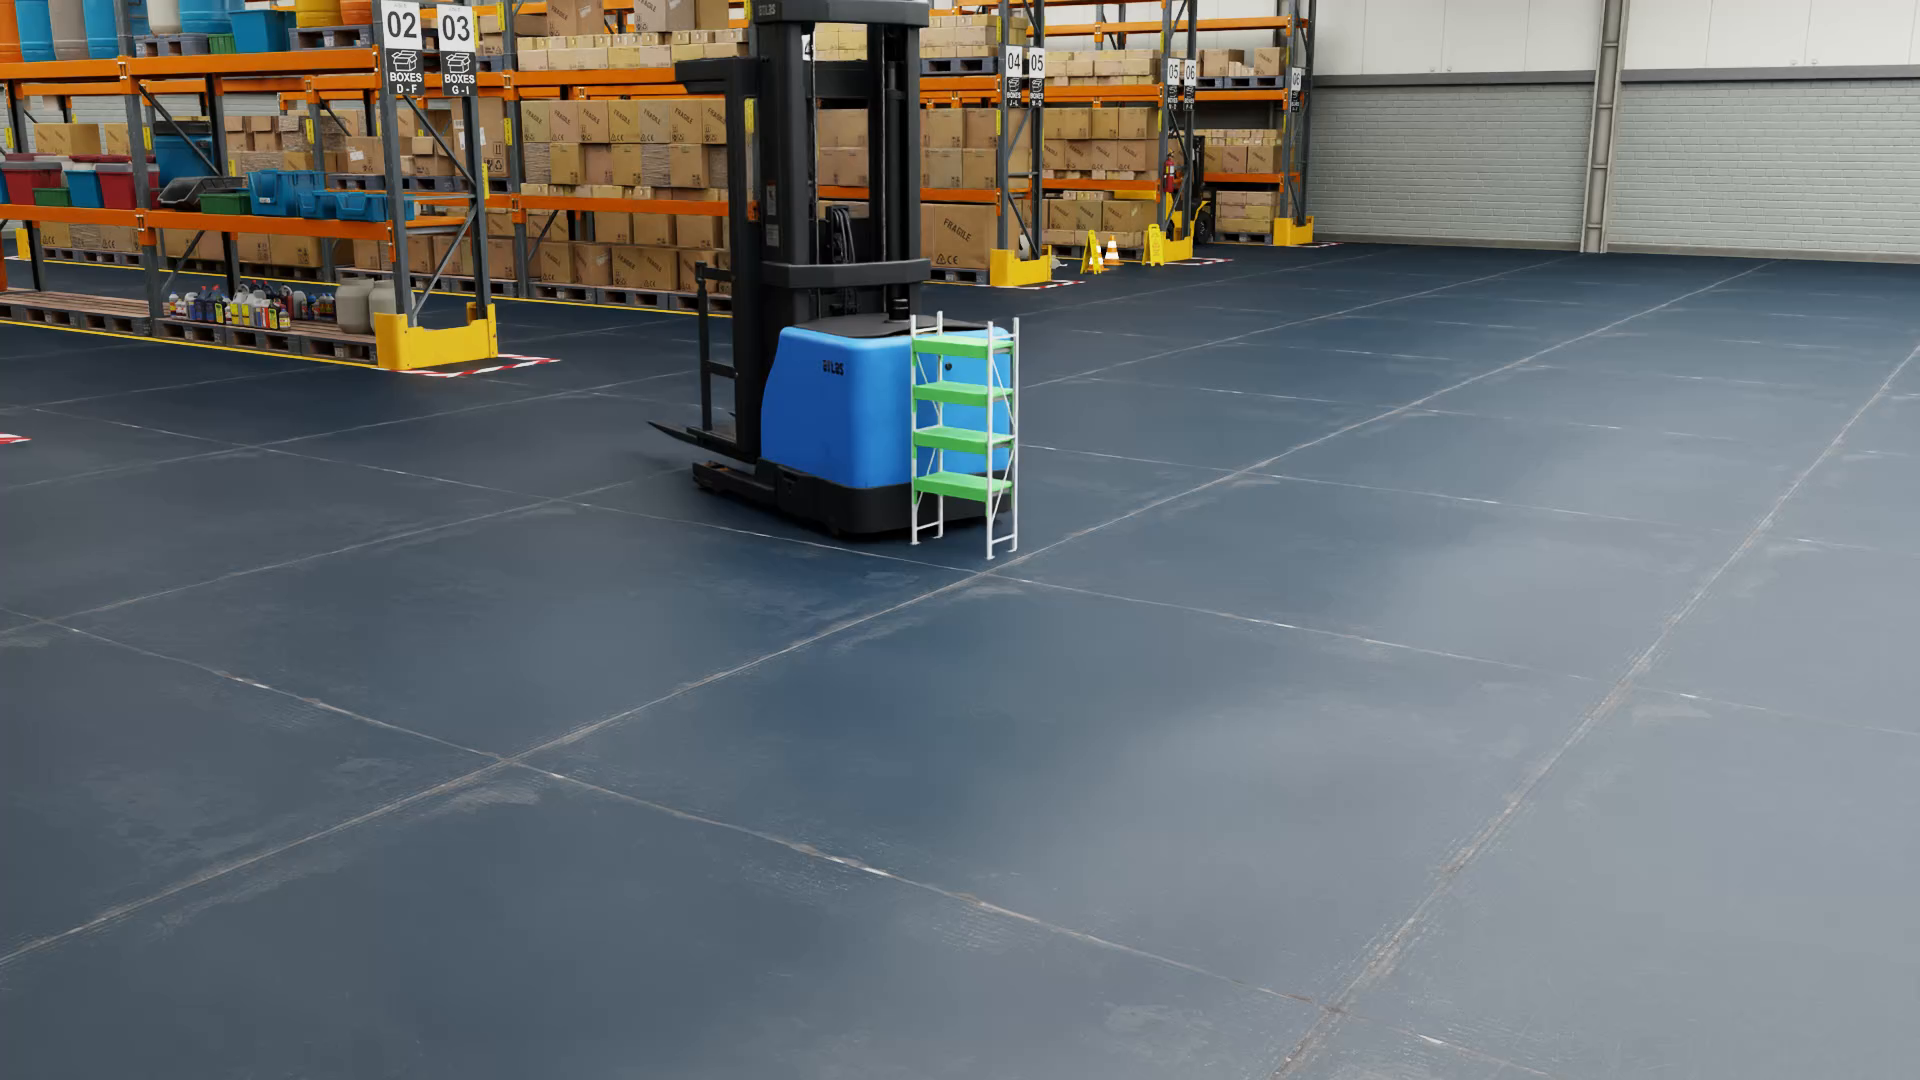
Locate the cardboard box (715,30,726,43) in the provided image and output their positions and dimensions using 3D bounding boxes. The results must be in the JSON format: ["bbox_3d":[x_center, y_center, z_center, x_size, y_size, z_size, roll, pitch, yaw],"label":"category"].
[{"bbox_3d":[-2.568,-5.719,18.922,0.250,0.149,0.380,9,16,31],"label":"cardboard box"}]

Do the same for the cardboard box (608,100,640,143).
[{"bbox_3d":[-3.850,-5.013,19.925,0.500,0.500,0.500,9,17,33],"label":"cardboard box"}]

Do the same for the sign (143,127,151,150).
[{"bbox_3d":[-12.279,-6.066,25.117,0.005,0.325,0.100,9,17,33],"label":"sign"}]

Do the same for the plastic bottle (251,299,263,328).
[{"bbox_3d":[-6.855,-2.229,16.338,0.135,0.276,0.152,9,16,31],"label":"plastic bottle"}]

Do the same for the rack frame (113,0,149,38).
[{"bbox_3d":[-8.097,-6.569,16.634,0.127,3.000,1.000,9,17,33],"label":"rack frame"}]

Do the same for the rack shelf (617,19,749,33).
[{"bbox_3d":[-4.780,-9.794,31.991,4.000,0.370,1.077,9,17,33],"label":"rack shelf"}]

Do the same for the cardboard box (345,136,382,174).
[{"bbox_3d":[-8.181,-5.369,23.189,0.500,0.500,0.500,7,15,26],"label":"cardboard box"}]

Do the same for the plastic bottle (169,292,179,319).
[{"bbox_3d":[-8.077,-2.416,17.104,0.097,0.271,0.097,0,14,0],"label":"plastic bottle"}]

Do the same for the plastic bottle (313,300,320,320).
[{"bbox_3d":[-6.558,-2.354,16.998,0.097,0.201,0.097,0,14,0],"label":"plastic bottle"}]

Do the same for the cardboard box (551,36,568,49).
[{"bbox_3d":[-4.762,-6.054,20.276,0.250,0.149,0.380,9,17,33],"label":"cardboard box"}]

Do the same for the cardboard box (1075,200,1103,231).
[{"bbox_3d":[2.272,-5.442,27.853,0.500,0.500,0.500,10,17,35],"label":"cardboard box"}]

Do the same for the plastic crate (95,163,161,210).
[{"bbox_3d":[-8.669,-3.692,17.363,0.583,0.464,0.402,9,17,33],"label":"plastic crate"}]

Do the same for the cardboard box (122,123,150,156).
[{"bbox_3d":[-12.501,-6.162,25.604,0.500,0.500,0.500,10,17,34],"label":"cardboard box"}]

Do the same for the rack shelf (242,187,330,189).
[{"bbox_3d":[-10.311,-5.100,24.681,4.000,0.370,1.077,9,17,33],"label":"rack shelf"}]

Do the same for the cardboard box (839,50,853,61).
[{"bbox_3d":[-1.523,-6.954,23.871,0.250,0.149,0.380,9,16,32],"label":"cardboard box"}]

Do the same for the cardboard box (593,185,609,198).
[{"bbox_3d":[-4.271,-4.271,20.359,0.250,0.149,0.380,9,17,33],"label":"cardboard box"}]

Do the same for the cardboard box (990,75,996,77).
[{"bbox_3d":[0.844,-7.968,28.218,0.500,0.250,0.500,9,17,32],"label":"cardboard box"}]

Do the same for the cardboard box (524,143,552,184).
[{"bbox_3d":[-4.994,-4.765,21.003,0.500,0.500,0.875,9,17,33],"label":"cardboard box"}]

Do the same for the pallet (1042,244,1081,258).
[{"bbox_3d":[1.792,-5.021,28.666,1.213,0.211,1.003,9,17,33],"label":"pallet"}]

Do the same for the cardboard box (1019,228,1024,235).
[{"bbox_3d":[0.986,-5.288,28.789,0.500,0.250,0.500,10,17,36],"label":"cardboard box"}]

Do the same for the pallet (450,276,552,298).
[{"bbox_3d":[-5.979,-3.395,22.100,1.213,0.211,1.003,9,17,33],"label":"pallet"}]

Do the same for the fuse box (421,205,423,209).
[{"bbox_3d":[-13.157,-8.756,40.631,0.414,1.711,0.539,9,17,33],"label":"fuse box"}]

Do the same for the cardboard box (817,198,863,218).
[{"bbox_3d":[-1.998,-4.694,25.093,0.875,0.875,0.875,9,17,34],"label":"cardboard box"}]

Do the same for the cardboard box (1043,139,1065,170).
[{"bbox_3d":[1.677,-6.503,28.023,0.500,0.500,0.500,9,17,33],"label":"cardboard box"}]

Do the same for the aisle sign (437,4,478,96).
[{"bbox_3d":[-4.554,-4.432,15.073,0.004,0.787,0.394,9,17,33],"label":"aisle sign"}]

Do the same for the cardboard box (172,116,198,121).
[{"bbox_3d":[-11.436,-6.169,25.207,0.637,0.503,0.797,9,16,31],"label":"cardboard box"}]

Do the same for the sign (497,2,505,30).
[{"bbox_3d":[-5.639,-6.432,20.426,0.005,0.325,0.100,9,17,33],"label":"sign"}]

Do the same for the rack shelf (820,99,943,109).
[{"bbox_3d":[-2.013,-9.523,36.303,4.000,0.370,1.077,9,17,33],"label":"rack shelf"}]

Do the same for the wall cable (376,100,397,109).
[{"bbox_3d":[-13.669,-9.759,39.890,0.122,1.984,0.588,9,17,33],"label":"wall cable"}]

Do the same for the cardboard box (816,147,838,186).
[{"bbox_3d":[-1.699,-5.577,24.797,0.550,0.550,0.875,9,17,33],"label":"cardboard box"}]

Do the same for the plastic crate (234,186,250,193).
[{"bbox_3d":[-7.027,-3.491,16.992,0.616,0.251,0.499,9,17,33],"label":"plastic crate"}]

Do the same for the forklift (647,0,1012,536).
[{"bbox_3d":[-0.959,-1.747,9.781,1.130,2.935,3.031,-9,17,-33],"label":"forklift"}]

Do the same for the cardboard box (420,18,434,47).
[{"bbox_3d":[-7.282,-6.778,22.472,0.500,0.500,0.500,10,17,34],"label":"cardboard box"}]

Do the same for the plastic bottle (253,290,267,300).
[{"bbox_3d":[-7.304,-2.461,17.276,0.135,0.276,0.152,9,17,33],"label":"plastic bottle"}]

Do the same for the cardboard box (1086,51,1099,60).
[{"bbox_3d":[2.277,-7.943,27.290,0.250,0.149,0.380,9,17,33],"label":"cardboard box"}]

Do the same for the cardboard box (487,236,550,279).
[{"bbox_3d":[-5.830,-3.732,21.942,0.500,0.500,0.700,8,16,29],"label":"cardboard box"}]

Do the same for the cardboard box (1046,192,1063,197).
[{"bbox_3d":[1.887,-6.835,34.262,0.625,0.625,0.875,9,17,32],"label":"cardboard box"}]

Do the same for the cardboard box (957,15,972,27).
[{"bbox_3d":[0.163,-7.069,22.675,0.250,0.149,0.380,9,17,33],"label":"cardboard box"}]

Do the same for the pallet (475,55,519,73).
[{"bbox_3d":[-5.785,-6.114,21.427,1.003,0.211,1.213,9,17,33],"label":"pallet"}]

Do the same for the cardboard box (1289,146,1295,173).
[{"bbox_3d":[6.028,-7.245,31.640,0.500,0.500,0.500,10,17,35],"label":"cardboard box"}]

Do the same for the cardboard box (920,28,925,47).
[{"bbox_3d":[-0.554,-7.009,23.262,0.500,0.250,0.500,9,17,32],"label":"cardboard box"}]

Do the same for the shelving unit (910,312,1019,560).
[{"bbox_3d":[0.021,-0.541,8.512,0.503,1.200,0.258,10,17,36],"label":"shelving unit"}]

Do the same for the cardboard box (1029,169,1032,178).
[{"bbox_3d":[1.337,-6.219,28.227,0.250,0.149,0.380,9,17,33],"label":"cardboard box"}]

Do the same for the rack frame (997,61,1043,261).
[{"bbox_3d":[0.839,-5.084,23.118,0.127,3.000,1.000,9,17,33],"label":"rack frame"}]

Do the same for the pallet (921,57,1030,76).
[{"bbox_3d":[0.217,-6.594,23.162,1.213,0.211,1.003,9,17,33],"label":"pallet"}]

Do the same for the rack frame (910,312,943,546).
[{"bbox_3d":[-0.172,-0.577,8.656,0.015,1.200,0.240,10,17,36],"label":"rack frame"}]

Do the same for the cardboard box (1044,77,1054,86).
[{"bbox_3d":[1.601,-7.657,27.792,0.250,0.149,0.380,9,17,33],"label":"cardboard box"}]

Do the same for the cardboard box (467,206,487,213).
[{"bbox_3d":[-8.210,-5.825,28.879,0.500,0.250,0.500,10,17,34],"label":"cardboard box"}]

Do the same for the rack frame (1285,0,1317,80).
[{"bbox_3d":[6.285,-9.987,30.439,0.127,3.000,1.000,9,17,33],"label":"rack frame"}]

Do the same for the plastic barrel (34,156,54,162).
[{"bbox_3d":[-10.443,-4.153,19.123,0.421,0.512,0.421,0,14,0],"label":"plastic barrel"}]

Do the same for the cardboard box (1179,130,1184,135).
[{"bbox_3d":[4.394,-7.830,32.035,0.250,0.149,0.380,9,17,33],"label":"cardboard box"}]

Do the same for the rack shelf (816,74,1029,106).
[{"bbox_3d":[-0.821,-6.459,23.927,4.000,0.370,1.077,9,17,33],"label":"rack shelf"}]

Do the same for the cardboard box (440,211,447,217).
[{"bbox_3d":[-9.289,-5.889,30.193,0.250,0.149,0.380,10,17,35],"label":"cardboard box"}]
